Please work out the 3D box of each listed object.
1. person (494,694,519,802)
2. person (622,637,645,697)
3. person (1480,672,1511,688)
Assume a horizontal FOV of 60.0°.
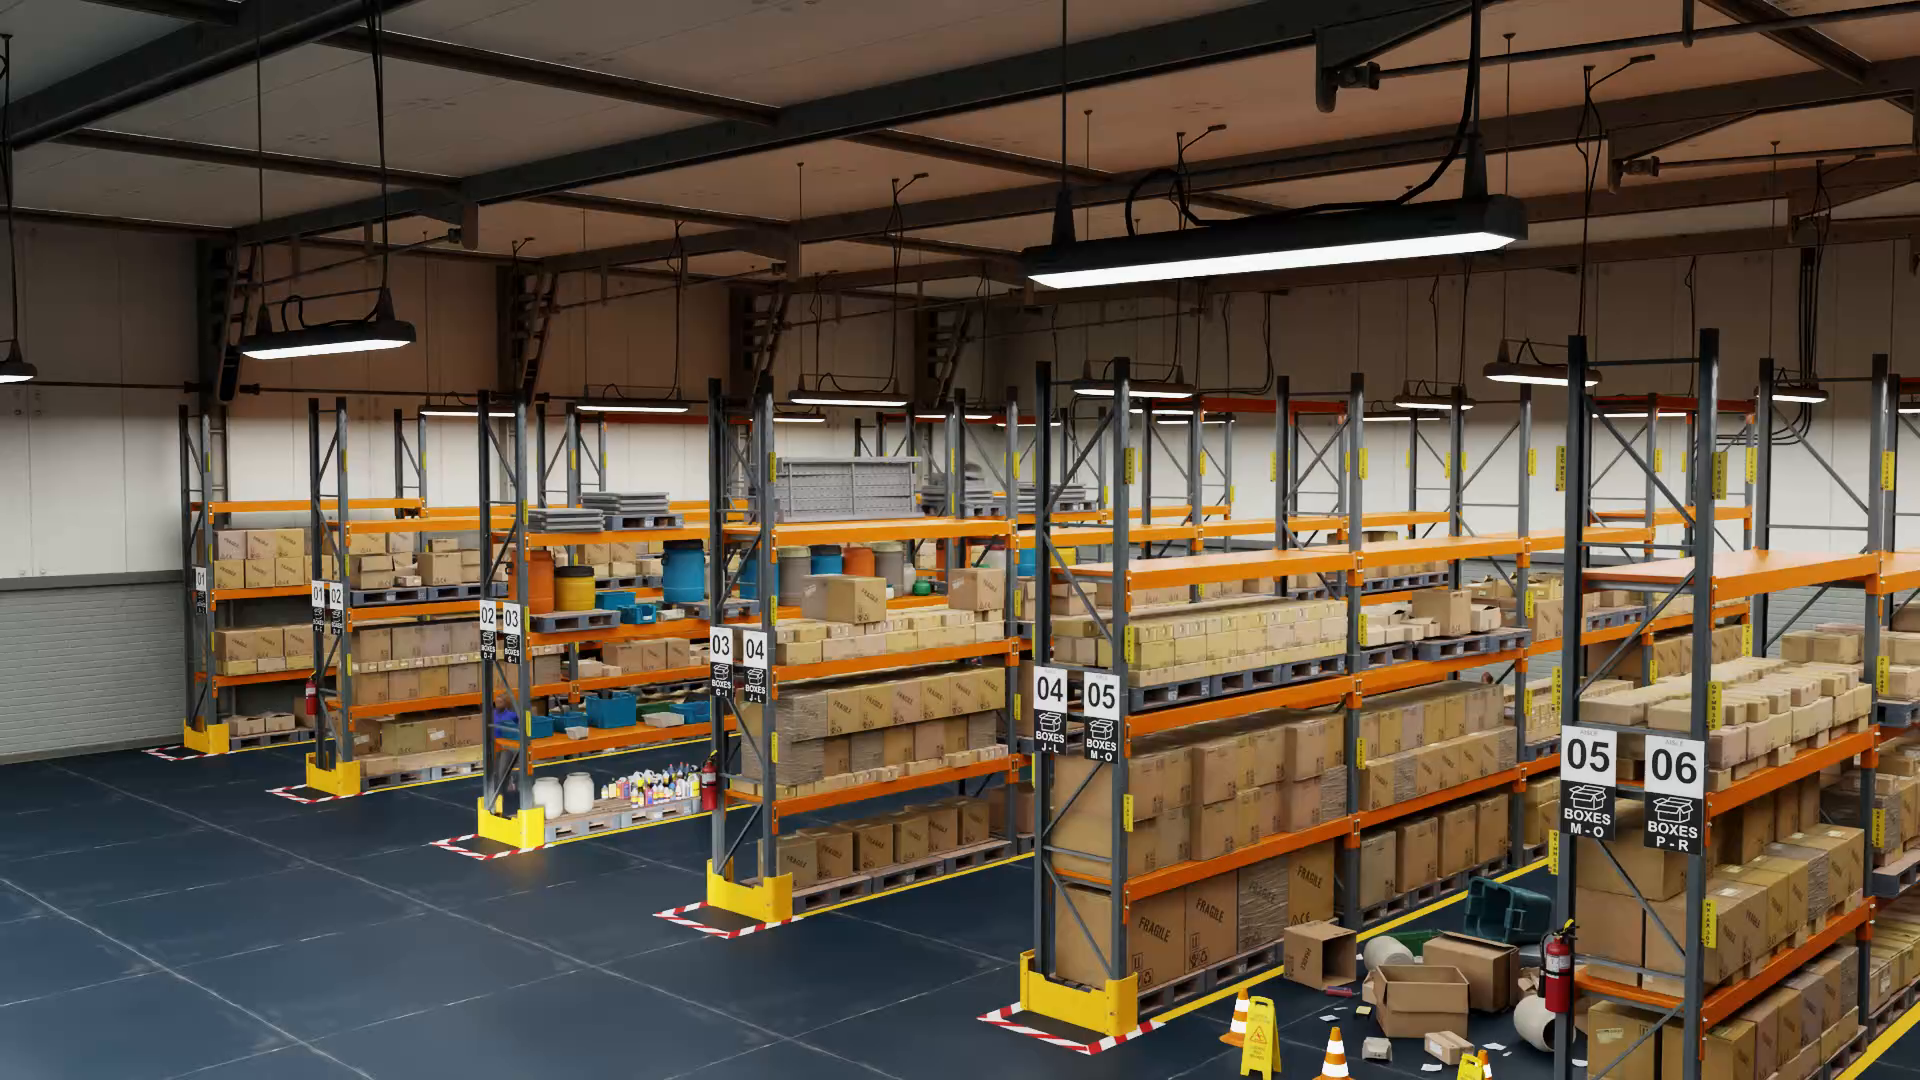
[{"bbox_3d":[-6.787,3.079,24.735,0.567,1.593,0.560,0,3,3],"label":"person"},{"bbox_3d":[-6.374,2.581,32.483,0.689,1.764,0.934,1,3,23],"label":"person"},{"bbox_3d":[9.149,2.953,28.439,0.572,1.428,0.797,3,4,42],"label":"person"}]
